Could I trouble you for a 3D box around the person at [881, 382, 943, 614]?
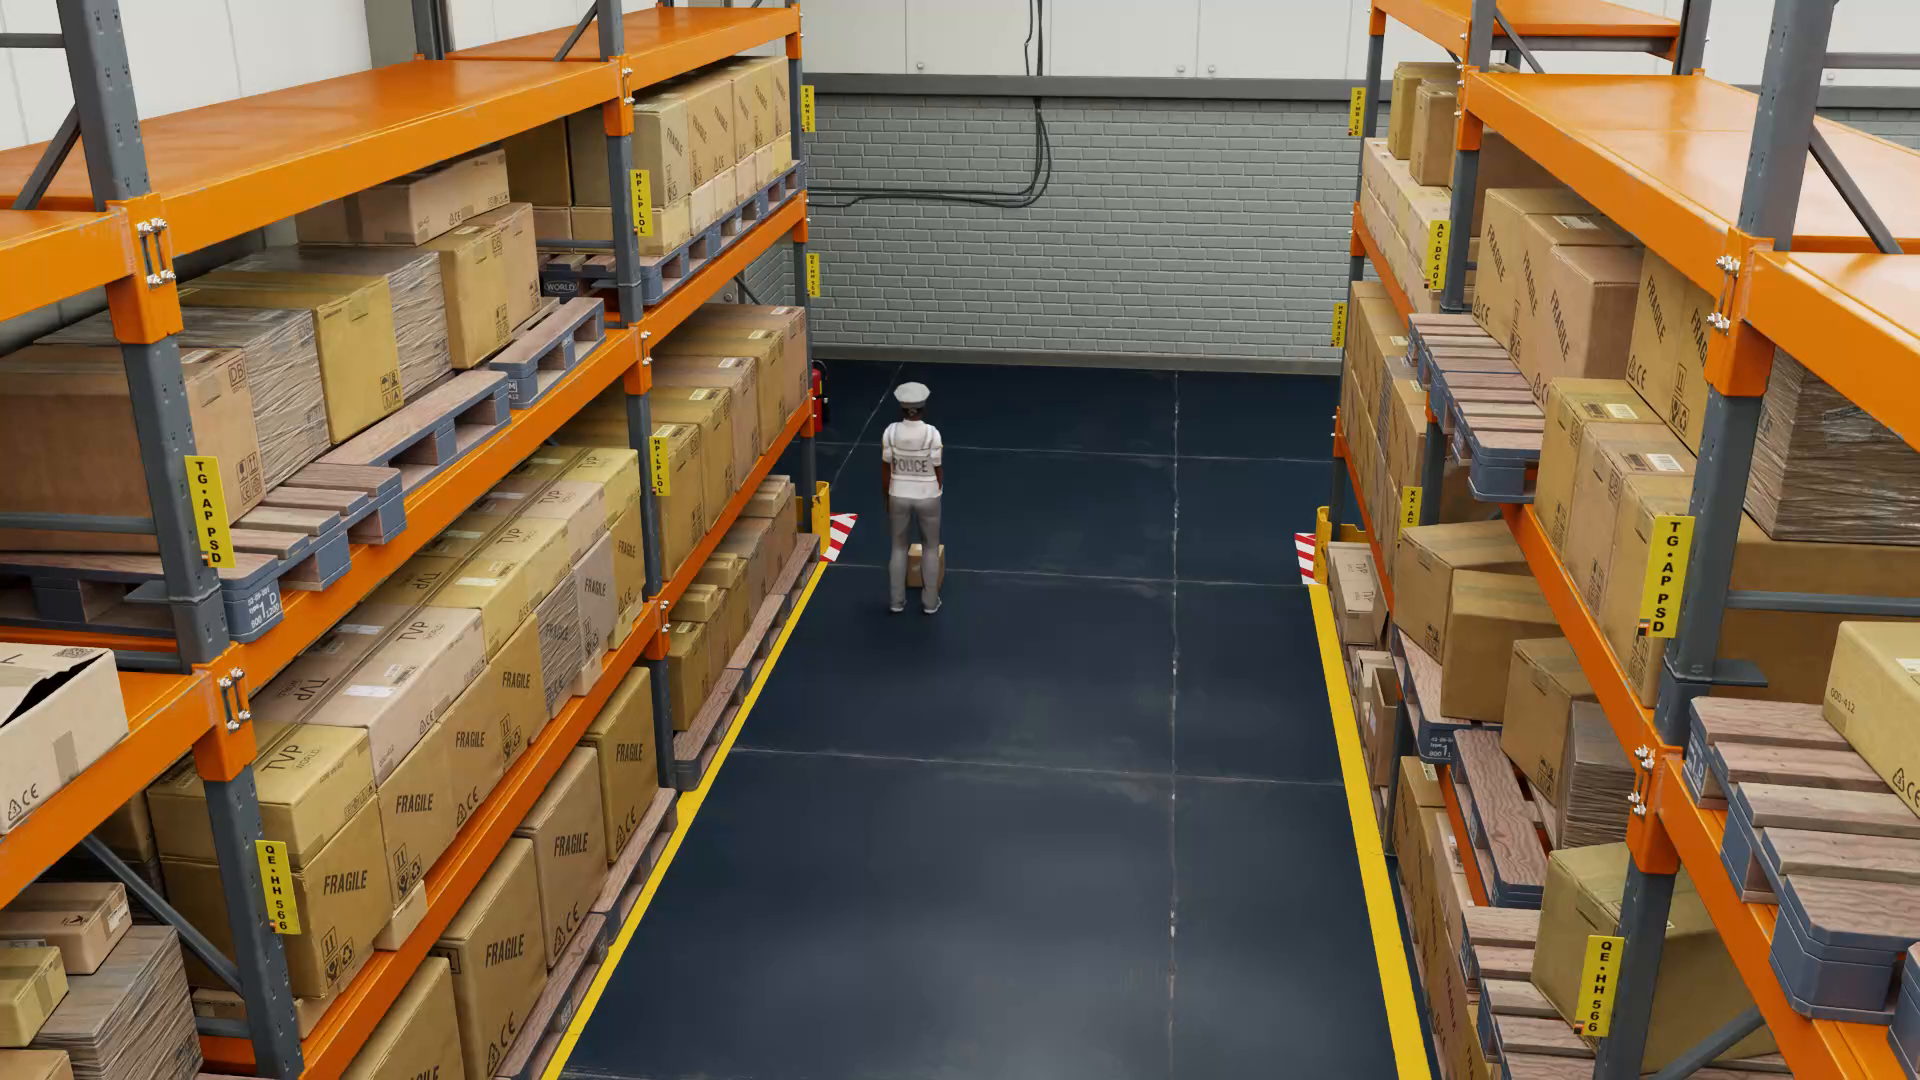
[{"bbox_3d":[-0.333,-0.291,11.823,0.443,1.681,0.340,3,22,8],"label":"person"}]
